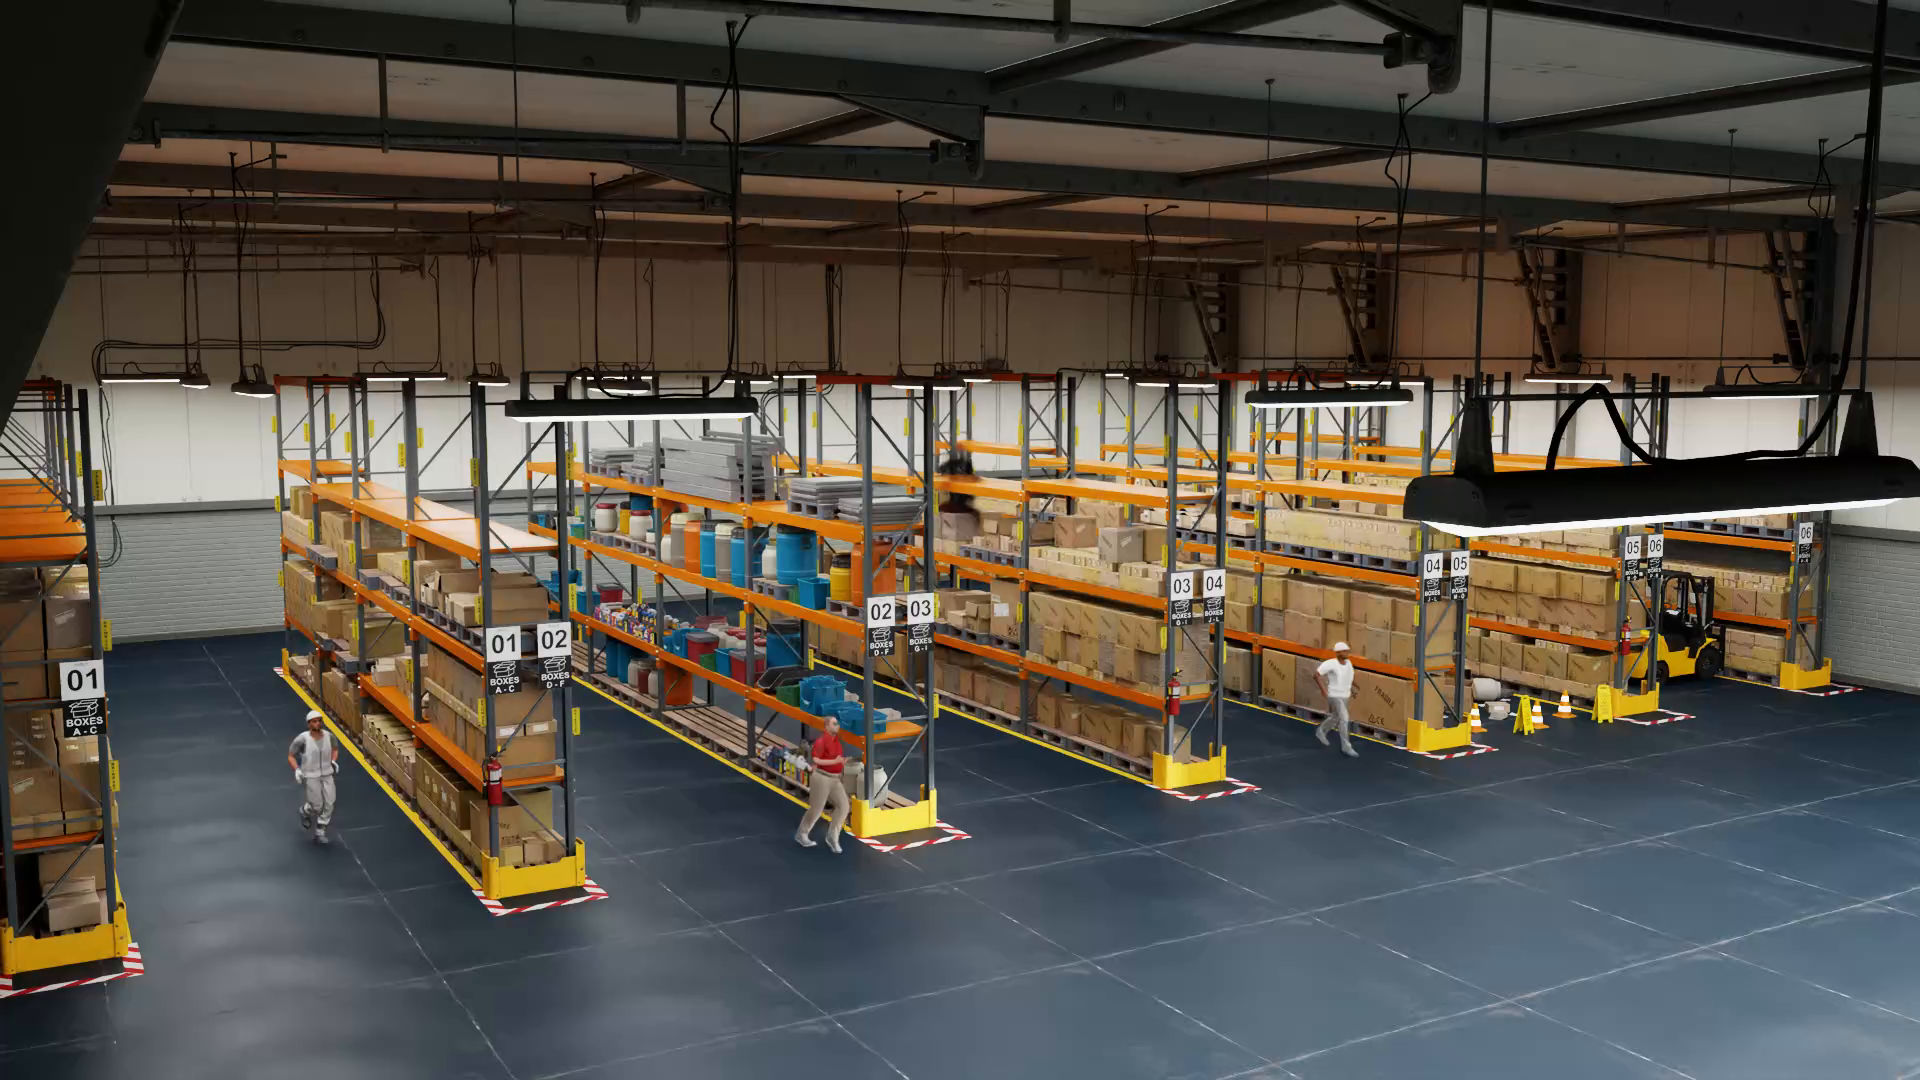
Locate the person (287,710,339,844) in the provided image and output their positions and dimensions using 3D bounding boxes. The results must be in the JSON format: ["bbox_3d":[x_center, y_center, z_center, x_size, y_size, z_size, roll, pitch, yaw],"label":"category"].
[{"bbox_3d":[-8.435,3.091,21.804,0.657,1.743,0.605,-6,9,-43],"label":"person"}]

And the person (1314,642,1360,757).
[{"bbox_3d":[6.088,2.523,26.760,0.708,1.791,0.917,-5,8,-40],"label":"person"}]

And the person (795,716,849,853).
[{"bbox_3d":[-1.710,3.158,21.448,0.763,1.800,0.657,3,7,29],"label":"person"}]
